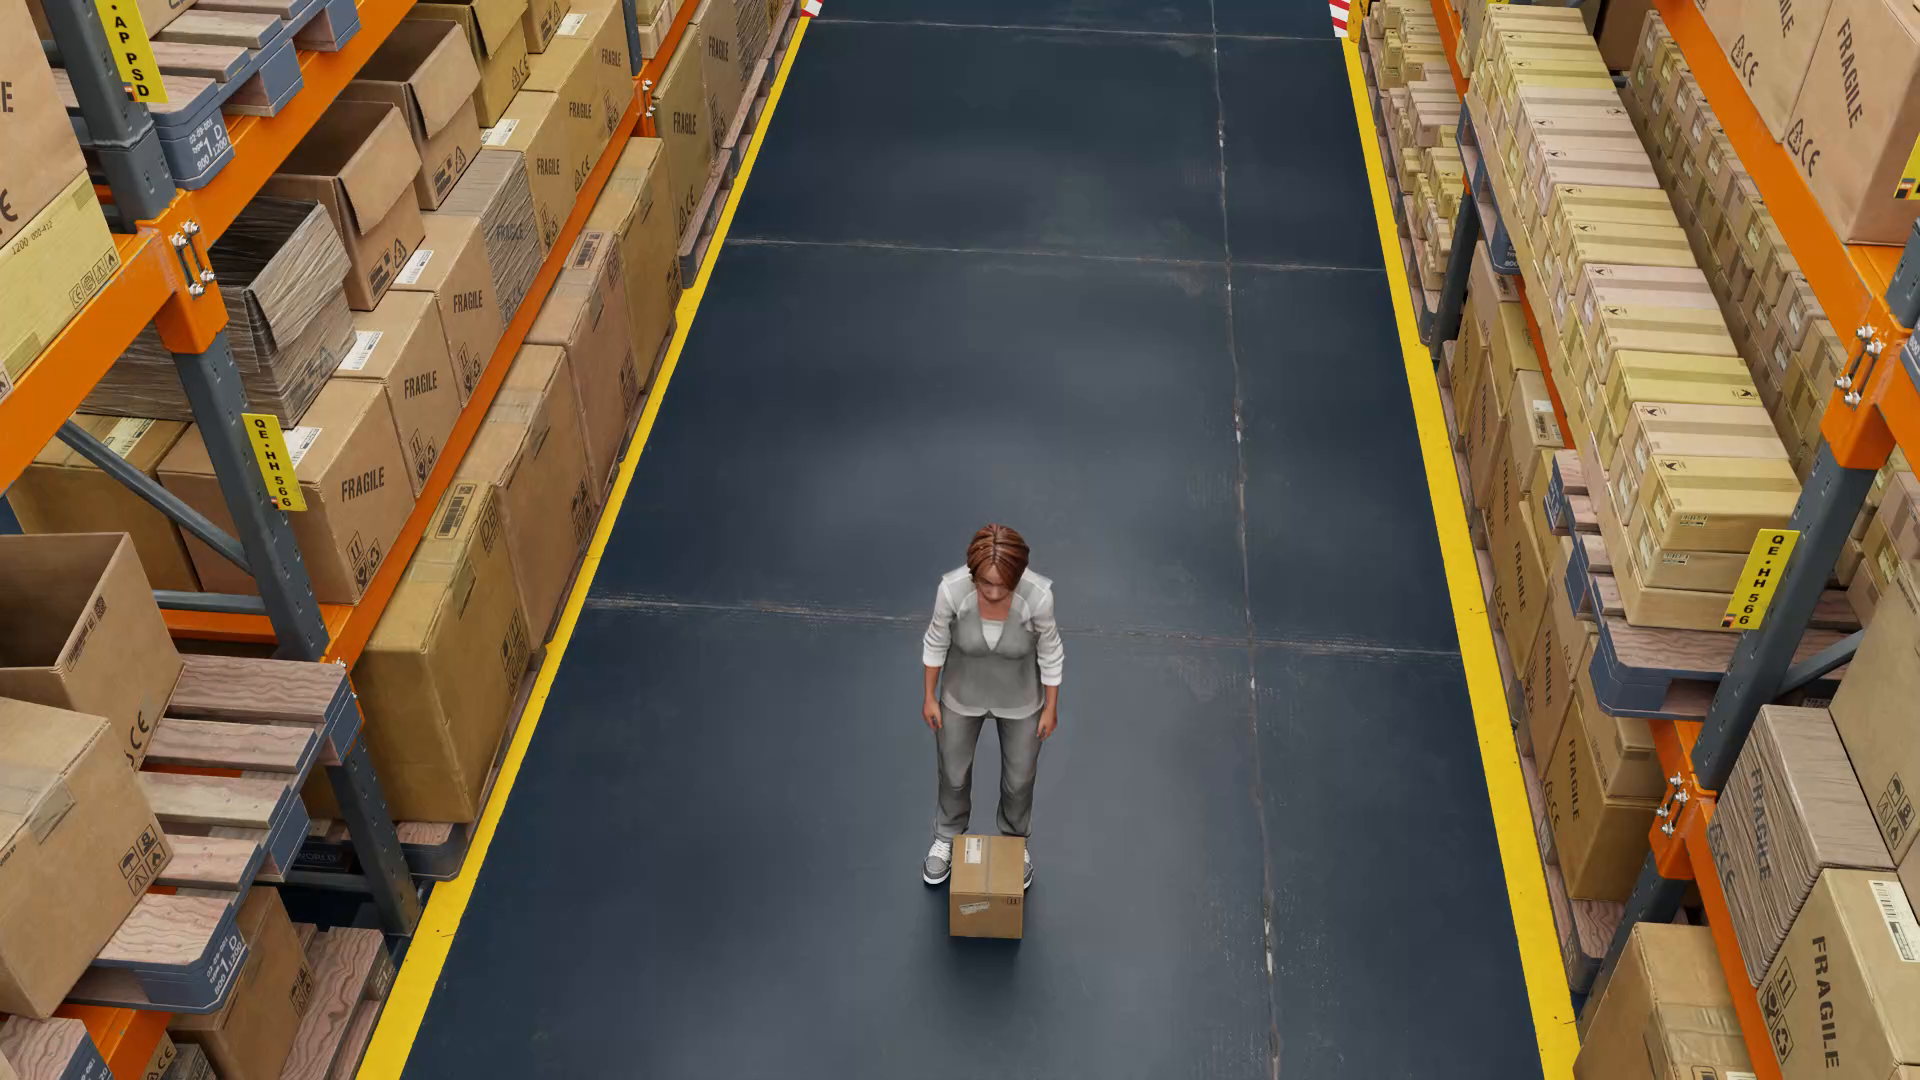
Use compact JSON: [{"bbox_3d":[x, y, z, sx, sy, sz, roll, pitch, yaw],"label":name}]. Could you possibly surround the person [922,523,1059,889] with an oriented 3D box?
[{"bbox_3d":[0.101,0.545,5.538,0.451,1.582,0.344,3,41,4],"label":"person"}]
